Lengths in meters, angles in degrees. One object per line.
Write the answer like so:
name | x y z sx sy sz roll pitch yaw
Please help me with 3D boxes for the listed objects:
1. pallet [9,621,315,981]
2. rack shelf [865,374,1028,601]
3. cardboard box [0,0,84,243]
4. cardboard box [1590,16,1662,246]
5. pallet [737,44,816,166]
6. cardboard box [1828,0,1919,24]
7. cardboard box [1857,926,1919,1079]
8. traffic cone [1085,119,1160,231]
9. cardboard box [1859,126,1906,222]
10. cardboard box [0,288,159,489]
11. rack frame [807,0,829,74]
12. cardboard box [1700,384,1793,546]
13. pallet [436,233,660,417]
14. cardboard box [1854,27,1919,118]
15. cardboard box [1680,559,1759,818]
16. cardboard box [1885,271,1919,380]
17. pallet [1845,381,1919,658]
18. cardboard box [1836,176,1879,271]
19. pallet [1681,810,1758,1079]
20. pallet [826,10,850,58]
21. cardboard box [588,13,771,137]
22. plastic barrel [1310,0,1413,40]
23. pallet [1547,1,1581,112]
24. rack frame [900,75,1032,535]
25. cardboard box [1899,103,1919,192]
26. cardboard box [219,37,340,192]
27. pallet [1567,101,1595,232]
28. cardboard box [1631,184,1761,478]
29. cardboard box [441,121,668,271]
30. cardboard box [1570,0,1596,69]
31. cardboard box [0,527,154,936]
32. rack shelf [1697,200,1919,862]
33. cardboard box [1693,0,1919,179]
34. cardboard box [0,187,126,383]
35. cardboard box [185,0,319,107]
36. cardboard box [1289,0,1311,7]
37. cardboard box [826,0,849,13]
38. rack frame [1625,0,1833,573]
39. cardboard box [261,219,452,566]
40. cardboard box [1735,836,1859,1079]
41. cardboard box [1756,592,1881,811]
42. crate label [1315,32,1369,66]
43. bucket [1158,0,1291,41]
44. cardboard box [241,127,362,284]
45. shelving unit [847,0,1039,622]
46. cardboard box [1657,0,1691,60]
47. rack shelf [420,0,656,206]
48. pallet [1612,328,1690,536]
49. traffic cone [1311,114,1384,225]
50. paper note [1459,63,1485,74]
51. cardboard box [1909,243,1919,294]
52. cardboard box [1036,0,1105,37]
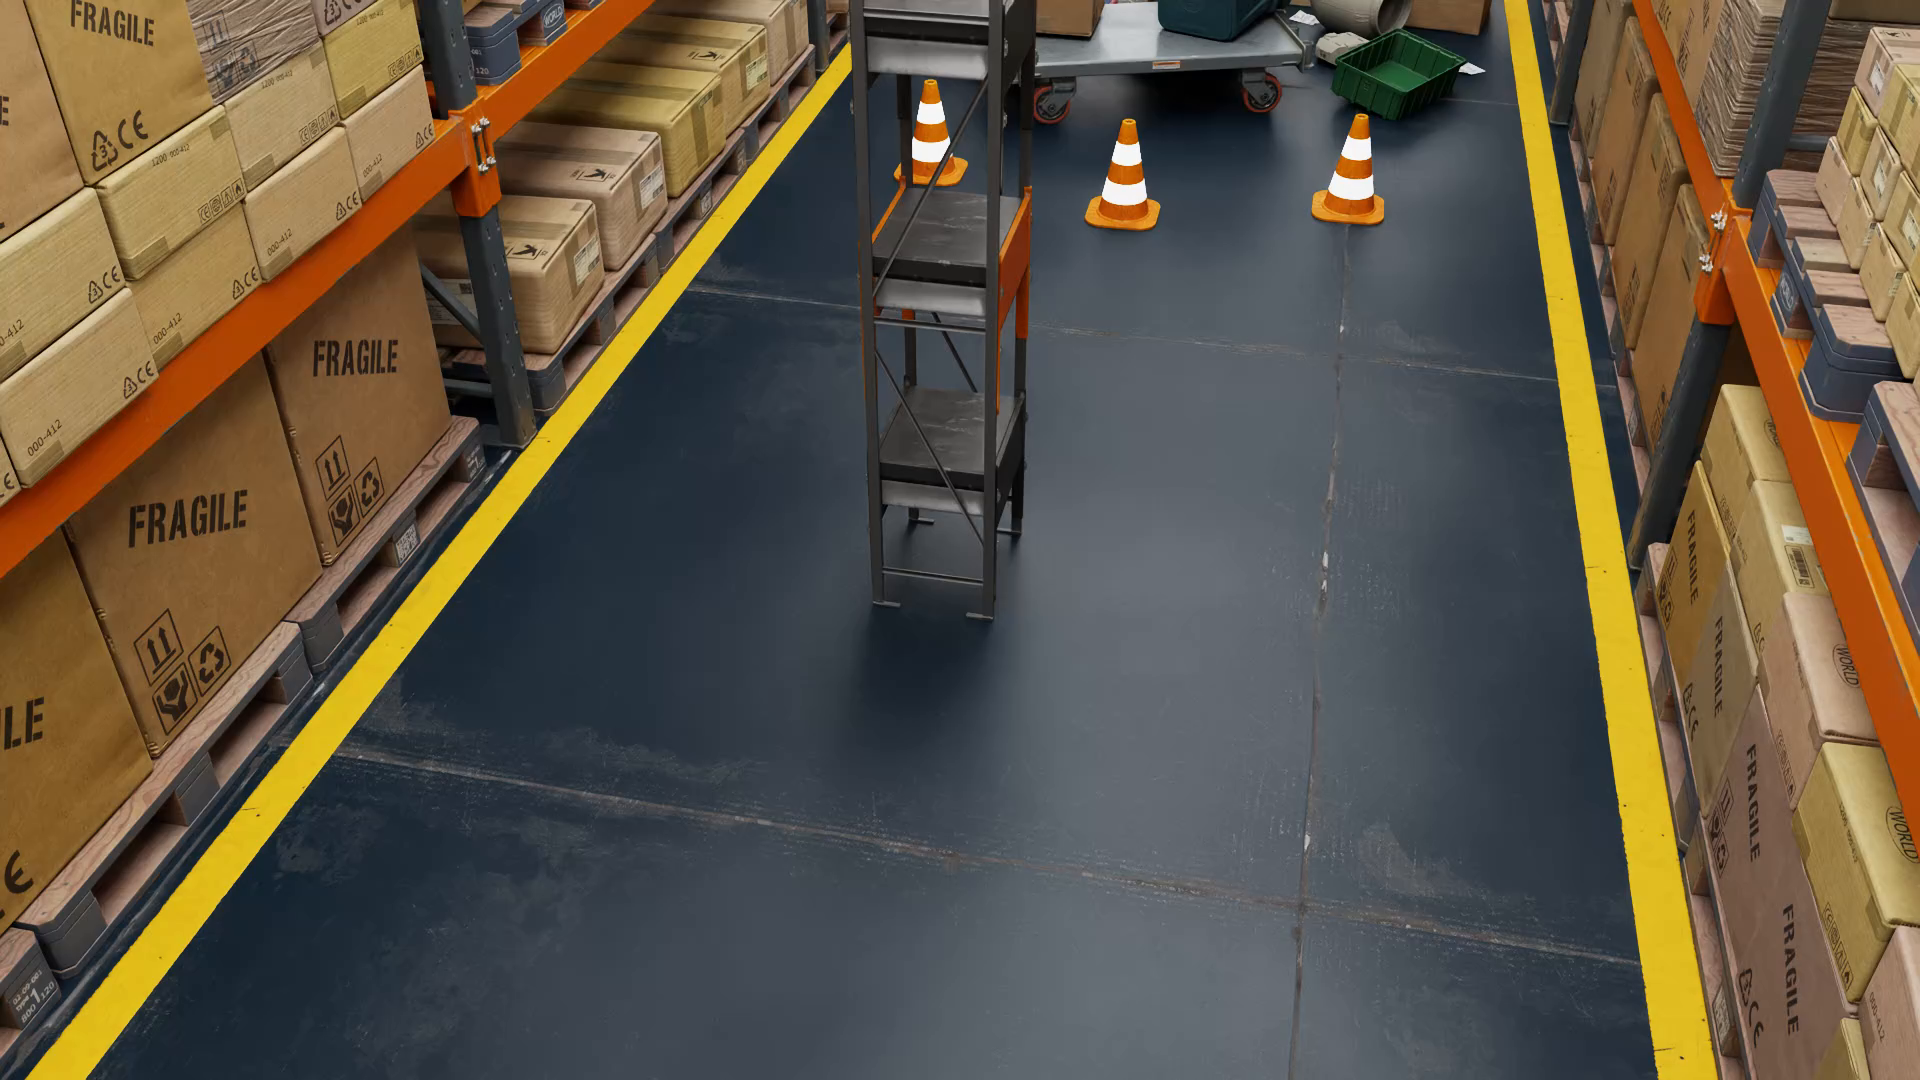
pallet | -2.606 0.626 4.707 1.003 0.211 1.213 7 37 10
rack shelf | -0.035 -0.177 5.422 0.431 0.518 0.480 7 37 10
cardboard box | -2.285 -0.891 3.486 0.500 0.500 0.500 7 36 9
cardboard box | 3.356 -1.713 7.117 1.050 0.750 0.750 7 37 10
pallet | -1.411 -2.361 8.828 1.003 0.211 1.213 7 37 10
cardboard box | 2.862 -1.782 4.716 0.700 0.500 0.500 7 37 10
cardboard box | 1.937 0.999 2.949 0.500 0.250 0.500 9 37 12
traffic cone | 0.771 -1.731 7.745 0.336 0.463 0.334 7 37 10
cardboard box | 2.401 -0.862 3.986 0.380 0.149 0.250 9 37 12
cardboard box | -2.254 -0.383 3.850 0.500 0.250 0.500 7 36 9
rack frame | -1.247 -3.937 8.626 1.000 3.000 0.127 7 37 10
cardboard box | 2.373 -0.177 4.572 0.500 0.250 0.500 6 36 8
pallet | -1.933 -0.962 6.898 1.003 0.211 1.213 7 37 10
cardboard box | 2.468 -1.147 4.126 0.380 0.149 0.250 7 37 10
cardboard box | 2.252 0.423 4.382 0.500 0.500 0.500 8 37 11
cardboard box | 2.293 -0.455 3.677 0.380 0.149 0.250 9 37 12
pallet | 2.374 0.137 3.169 1.003 0.211 1.213 7 37 10
cardboard box | 2.406 -0.764 4.105 0.380 0.149 0.250 9 37 12
pallet | 2.325 1.193 3.924 1.003 0.211 1.213 7 37 10
pallet | -1.138 -3.197 9.981 1.003 0.211 1.213 7 37 10
cardboard box | -1.506 -2.329 8.289 0.950 0.372 0.625 10 37 13
plastic barrel | 2.355 -3.174 9.768 0.421 0.421 0.512 -24 42 -30
pallet | 3.850 -2.671 9.256 1.003 0.211 1.213 7 37 10
rack frame | 0.017 -0.895 5.196 0.400 2.100 0.015 7 37 10
cardboard box | 2.357 -0.855 3.723 0.380 0.149 0.250 7 37 10
cardboard box | -2.062 -1.181 4.525 0.500 0.250 0.500 6 36 9
pallet | 3.520 -1.793 8.044 1.003 0.211 1.213 7 37 10
cardboard box | 2.974 -0.678 5.688 1.050 0.750 0.750 7 36 9
cardboard box | -1.821 -1.496 7.140 0.950 0.372 0.625 7 36 9
cardboard box | 3.814 -3.036 8.835 0.875 0.875 0.875 8 37 11
cardboard box | -2.716 0.456 4.018 0.875 0.875 0.875 8 37 11
rack shelf | 2.329 0.357 3.314 1.077 0.370 4.000 7 37 10
cardboard box | 2.590 -1.413 5.059 0.500 0.500 0.500 7 37 10
cardboard box | -2.262 -0.587 3.706 0.500 0.250 0.500 6 36 9
cardboard box | -2.057 -1.464 4.277 0.500 0.500 0.500 8 37 11
cardboard box | 2.179 -3.483 10.330 0.396 0.266 0.258 14 38 18
cardboard box | -0.857 -3.298 9.729 0.500 0.250 0.500 6 36 8
rack frame | 2.756 -1.081 4.685 1.000 3.000 0.127 7 37 10
cardboard box | -2.330 -0.568 5.430 0.875 0.875 0.875 7 37 10
cardboard box | 2.038 1.011 3.571 0.500 0.500 0.500 7 36 9
cardboard box | 2.146 0.395 3.782 0.500 0.250 0.500 8 37 10
crate label | 2.188 -2.799 9.495 0.298 0.136 0.250 -17 39 -22
bucket | 1.388 -3.031 8.870 0.726 0.611 0.620 20 51 26
cardboard box | -2.049 -0.965 4.654 0.500 0.250 0.500 8 37 11
shelving unit | -0.035 -0.755 5.003 0.431 2.100 0.503 7 37 10
cardboard box | 2.805 -1.986 5.848 0.500 0.500 0.500 7 36 9
rack shelf | -1.674 -2.499 7.255 1.077 0.370 4.000 7 37 10
pallet | 2.998 -0.394 6.114 1.003 0.211 1.213 7 37 10
traffic cone | 1.849 -1.767 7.794 0.336 0.463 0.334 7 37 10
paper note | 2.870 -2.671 9.409 0.147 0.020 0.142 -17 39 -22
cardboard box | 2.294 -0.564 3.575 0.380 0.149 0.250 7 37 10
cardboard box | 0.499 -3.025 8.853 0.500 0.500 0.500 7 37 10
